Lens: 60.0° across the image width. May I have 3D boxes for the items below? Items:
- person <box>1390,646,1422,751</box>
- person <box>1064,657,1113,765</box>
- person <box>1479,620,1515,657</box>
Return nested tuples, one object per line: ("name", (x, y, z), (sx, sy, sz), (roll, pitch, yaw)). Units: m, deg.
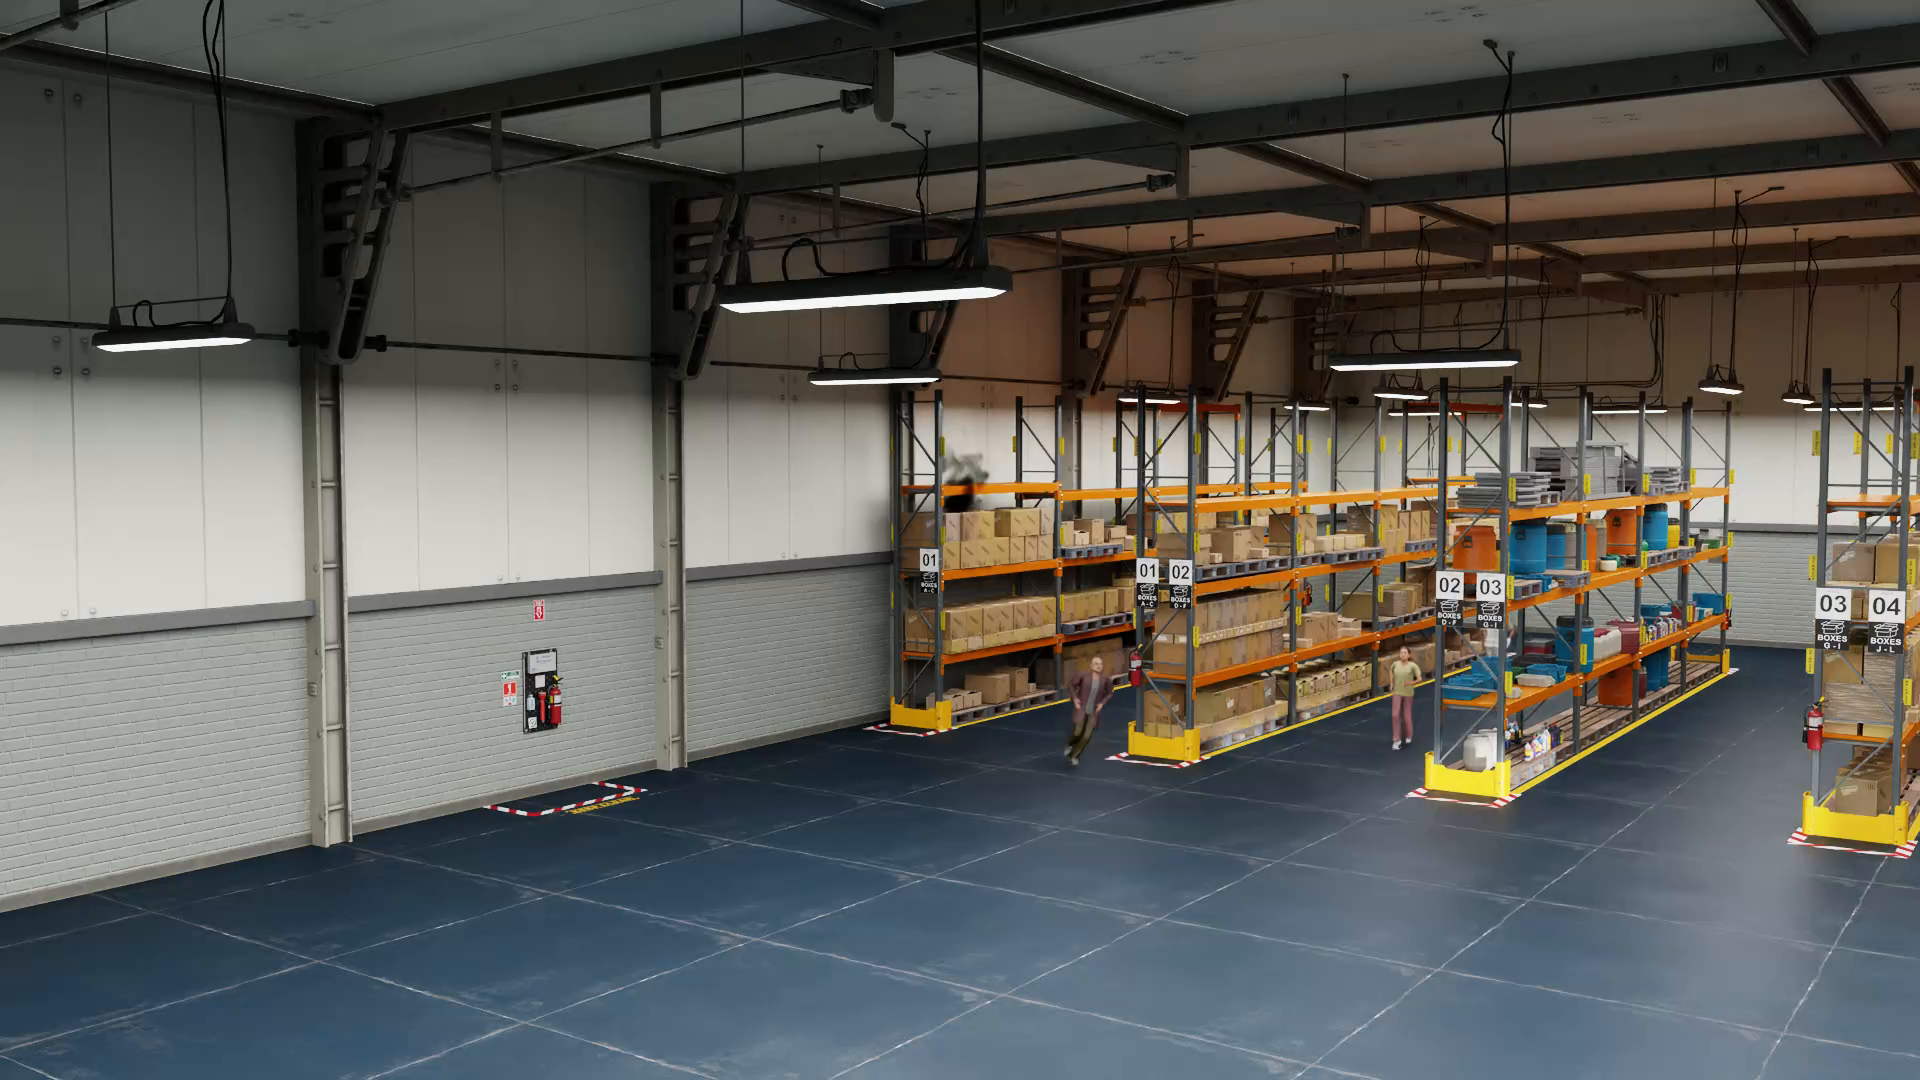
("person", (7.386, 2.614, 27.633), (0.580, 1.716, 0.732), (2, 4, 28))
("person", (2.039, 2.683, 26.237), (0.753, 1.684, 0.643), (0, 3, -5))
("person", (10.899, 2.212, 33.863), (0.659, 1.807, 0.685), (2, 4, 28))
